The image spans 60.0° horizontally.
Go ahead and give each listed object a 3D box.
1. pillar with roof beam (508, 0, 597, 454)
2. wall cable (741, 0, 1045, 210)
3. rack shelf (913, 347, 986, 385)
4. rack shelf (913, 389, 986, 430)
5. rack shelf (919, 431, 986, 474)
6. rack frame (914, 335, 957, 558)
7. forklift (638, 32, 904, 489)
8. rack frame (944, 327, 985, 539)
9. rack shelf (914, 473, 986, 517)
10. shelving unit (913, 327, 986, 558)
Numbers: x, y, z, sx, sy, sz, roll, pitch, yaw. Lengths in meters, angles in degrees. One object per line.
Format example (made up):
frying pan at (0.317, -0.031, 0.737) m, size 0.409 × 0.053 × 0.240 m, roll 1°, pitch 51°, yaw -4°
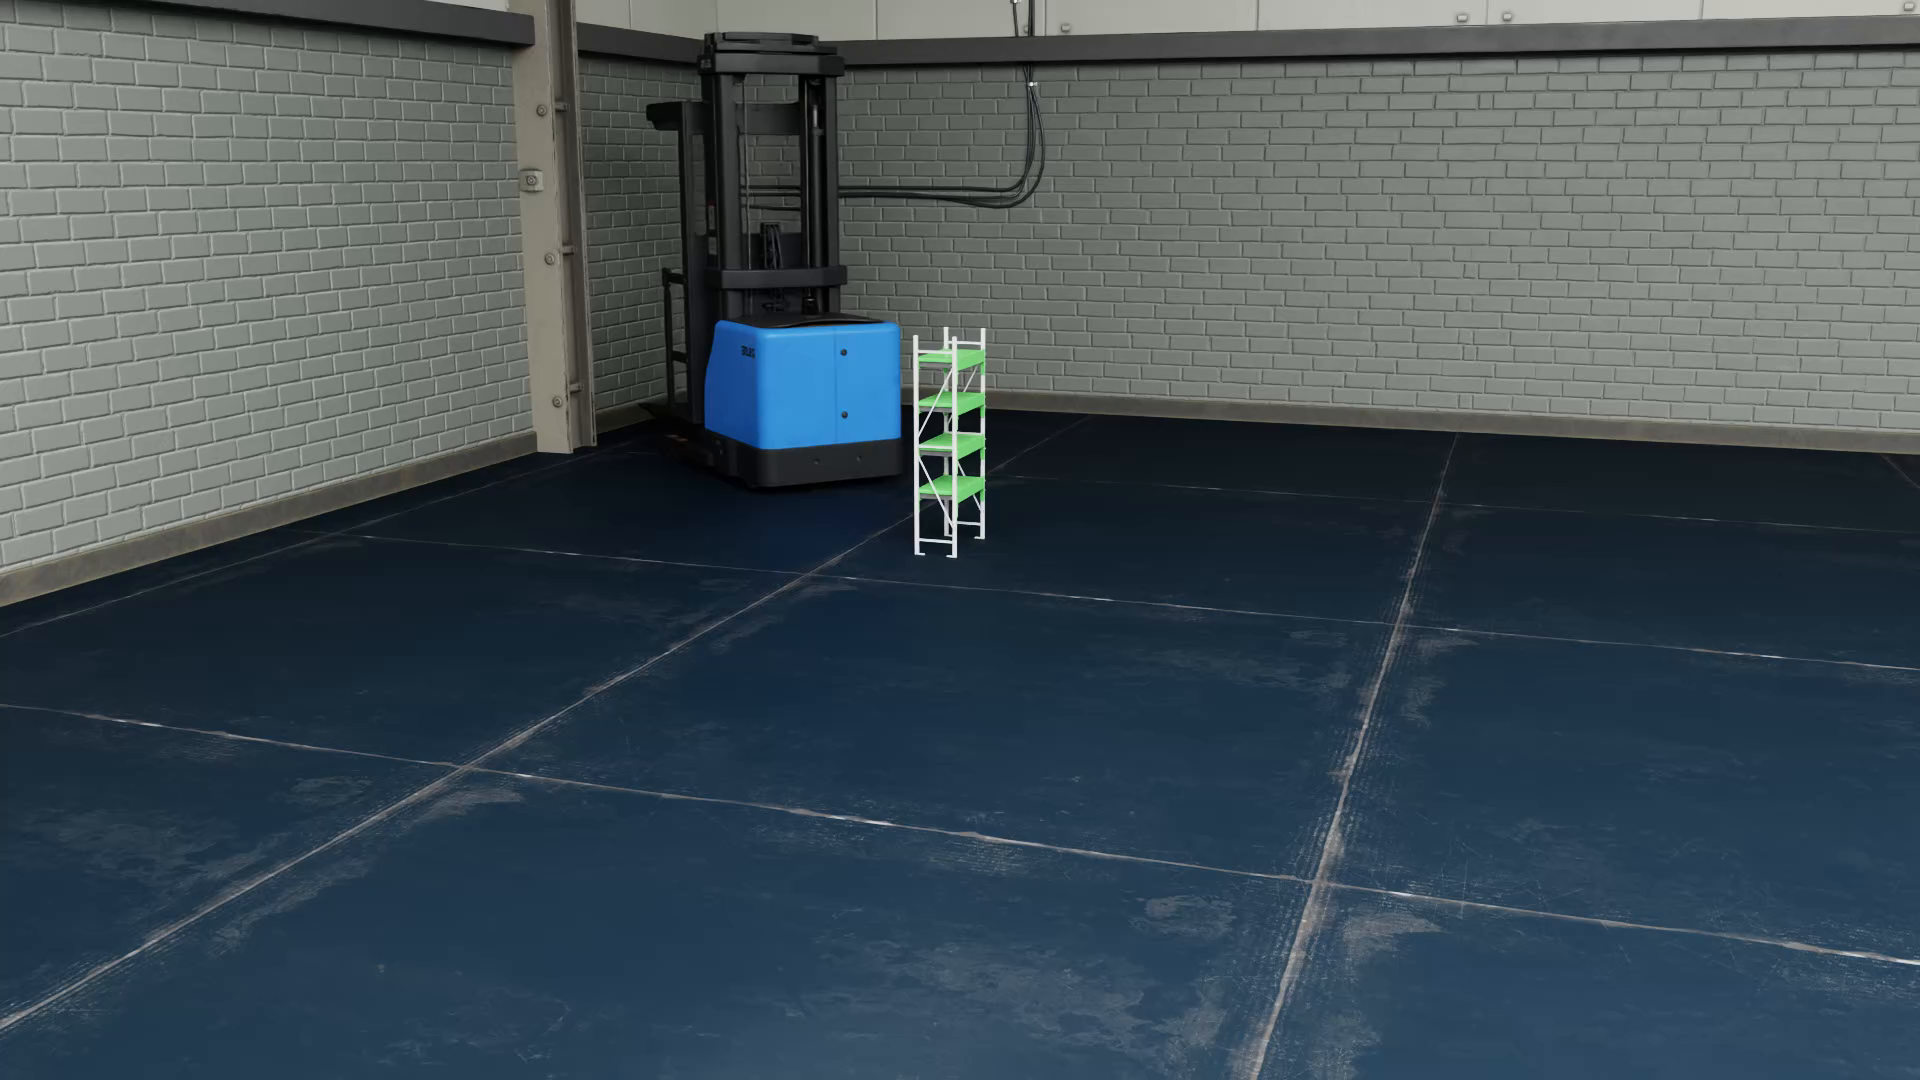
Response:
pillar with roof beam at (1.107, -4.768, 10.156) m, size 9.100 × 9.000 × 0.400 m, roll 4°, pitch 14°, yaw 18°
wall cable at (-0.762, -4.089, 14.160) m, size 3.097 × 2.526 × 0.112 m, roll 4°, pitch 14°, yaw 18°
rack shelf at (-0.054, -0.956, 9.109) m, size 0.258 × 0.148 × 0.480 m, roll 4°, pitch 14°, yaw 18°
rack shelf at (-0.054, -0.722, 9.162) m, size 0.258 × 0.148 × 0.480 m, roll 4°, pitch 14°, yaw 18°
rack shelf at (-0.054, -0.488, 9.216) m, size 0.258 × 0.148 × 0.480 m, roll 4°, pitch 14°, yaw 18°
rack frame at (-0.132, -0.499, 8.977) m, size 0.240 × 1.200 × 0.015 m, roll 4°, pitch 14°, yaw 18°
forklift at (-1.533, -2.041, 11.842) m, size 1.130 × 2.935 × 3.031 m, roll -7°, pitch 15°, yaw -28°
rack frame at (0.025, -0.601, 9.427) m, size 0.240 × 1.200 × 0.015 m, roll 4°, pitch 14°, yaw 18°
rack shelf at (-0.054, -0.254, 9.269) m, size 0.258 × 0.148 × 0.480 m, roll 4°, pitch 14°, yaw 18°
shelving unit at (-0.054, -0.550, 9.202) m, size 0.258 × 1.200 × 0.503 m, roll 4°, pitch 14°, yaw 18°
